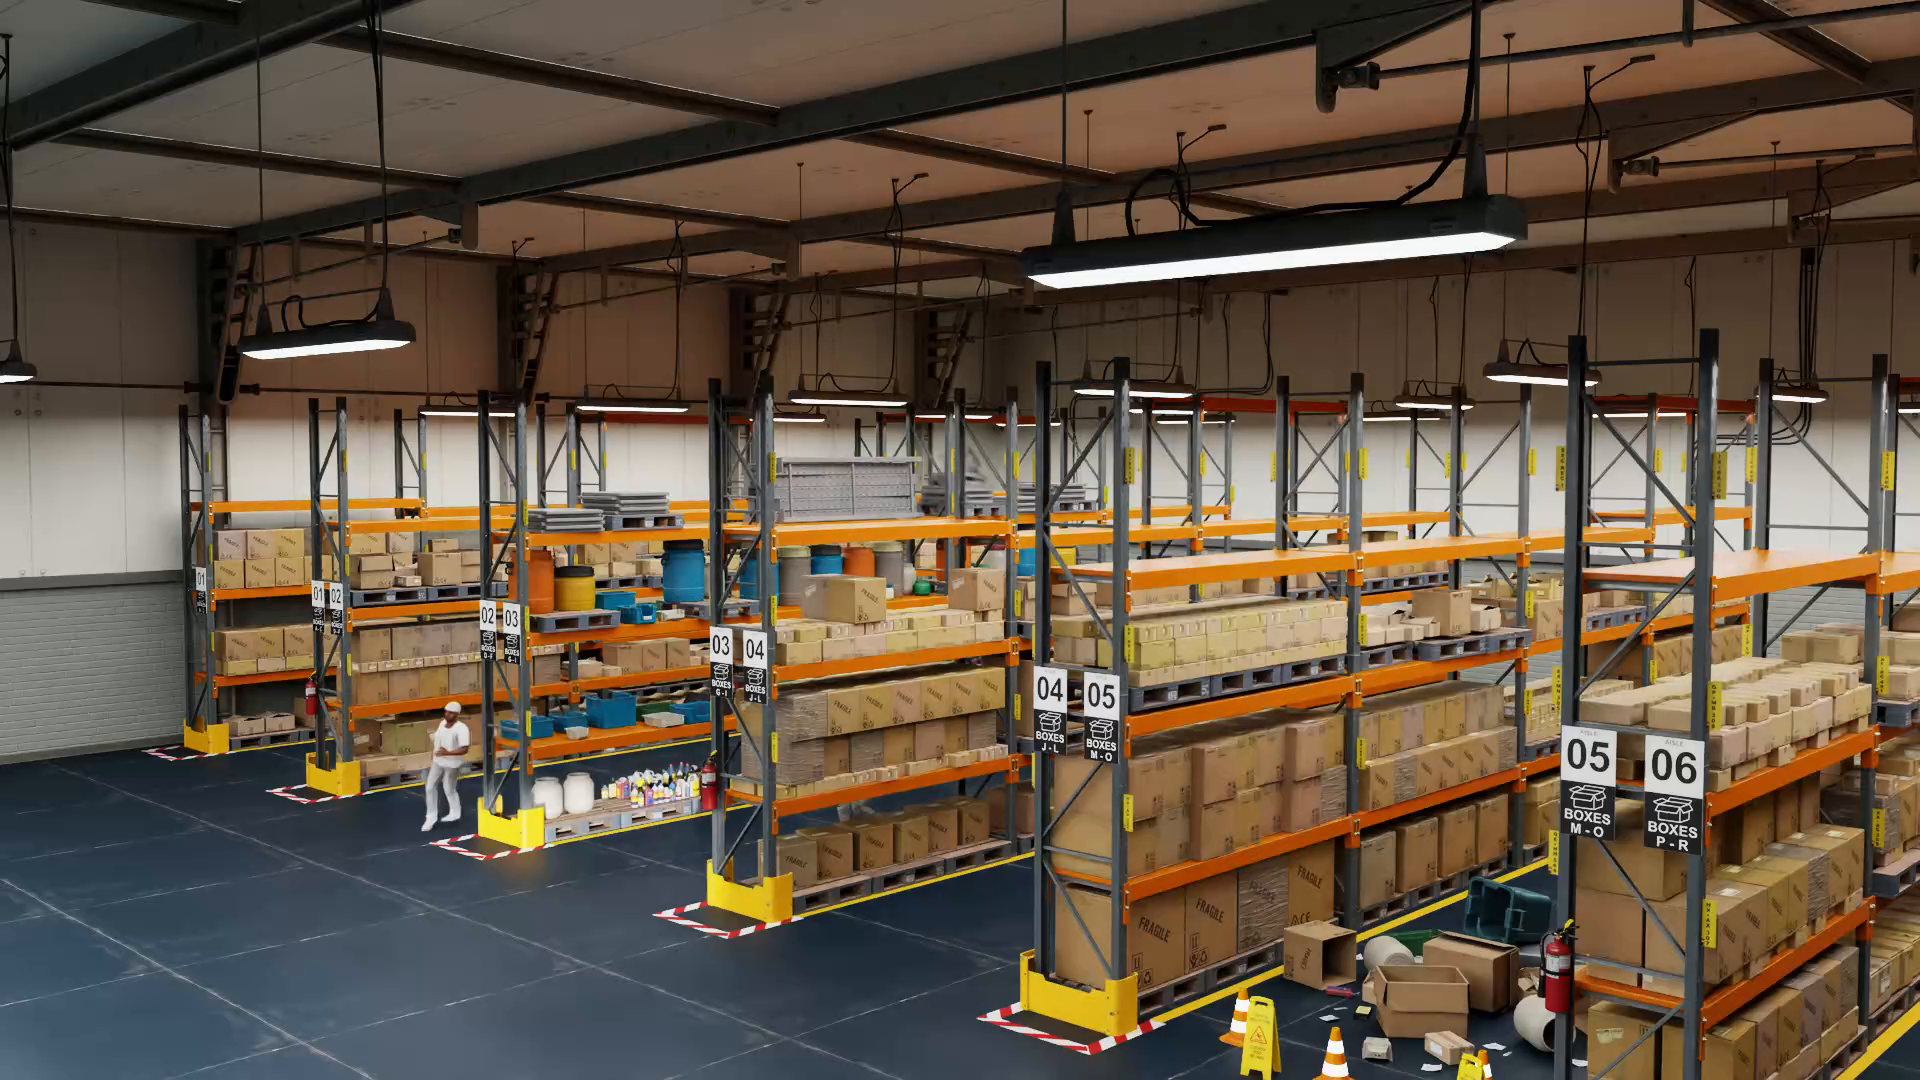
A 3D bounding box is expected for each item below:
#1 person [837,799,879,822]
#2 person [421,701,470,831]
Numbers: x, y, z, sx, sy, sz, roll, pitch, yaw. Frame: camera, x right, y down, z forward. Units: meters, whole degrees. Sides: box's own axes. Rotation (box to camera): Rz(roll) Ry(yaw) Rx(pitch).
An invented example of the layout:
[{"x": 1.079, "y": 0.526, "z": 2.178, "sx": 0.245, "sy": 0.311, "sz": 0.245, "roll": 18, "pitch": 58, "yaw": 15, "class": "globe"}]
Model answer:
[{"x": -1.399, "y": 3.117, "z": 21.791, "sx": 0.827, "sy": 1.769, "sz": 0.687, "roll": -3, "pitch": 4, "yaw": -45, "class": "person"}, {"x": -6.994, "y": 3.101, "z": 22.841, "sx": 0.675, "sy": 1.796, "sz": 0.696, "roll": 1, "pitch": 3, "yaw": 19, "class": "person"}]
